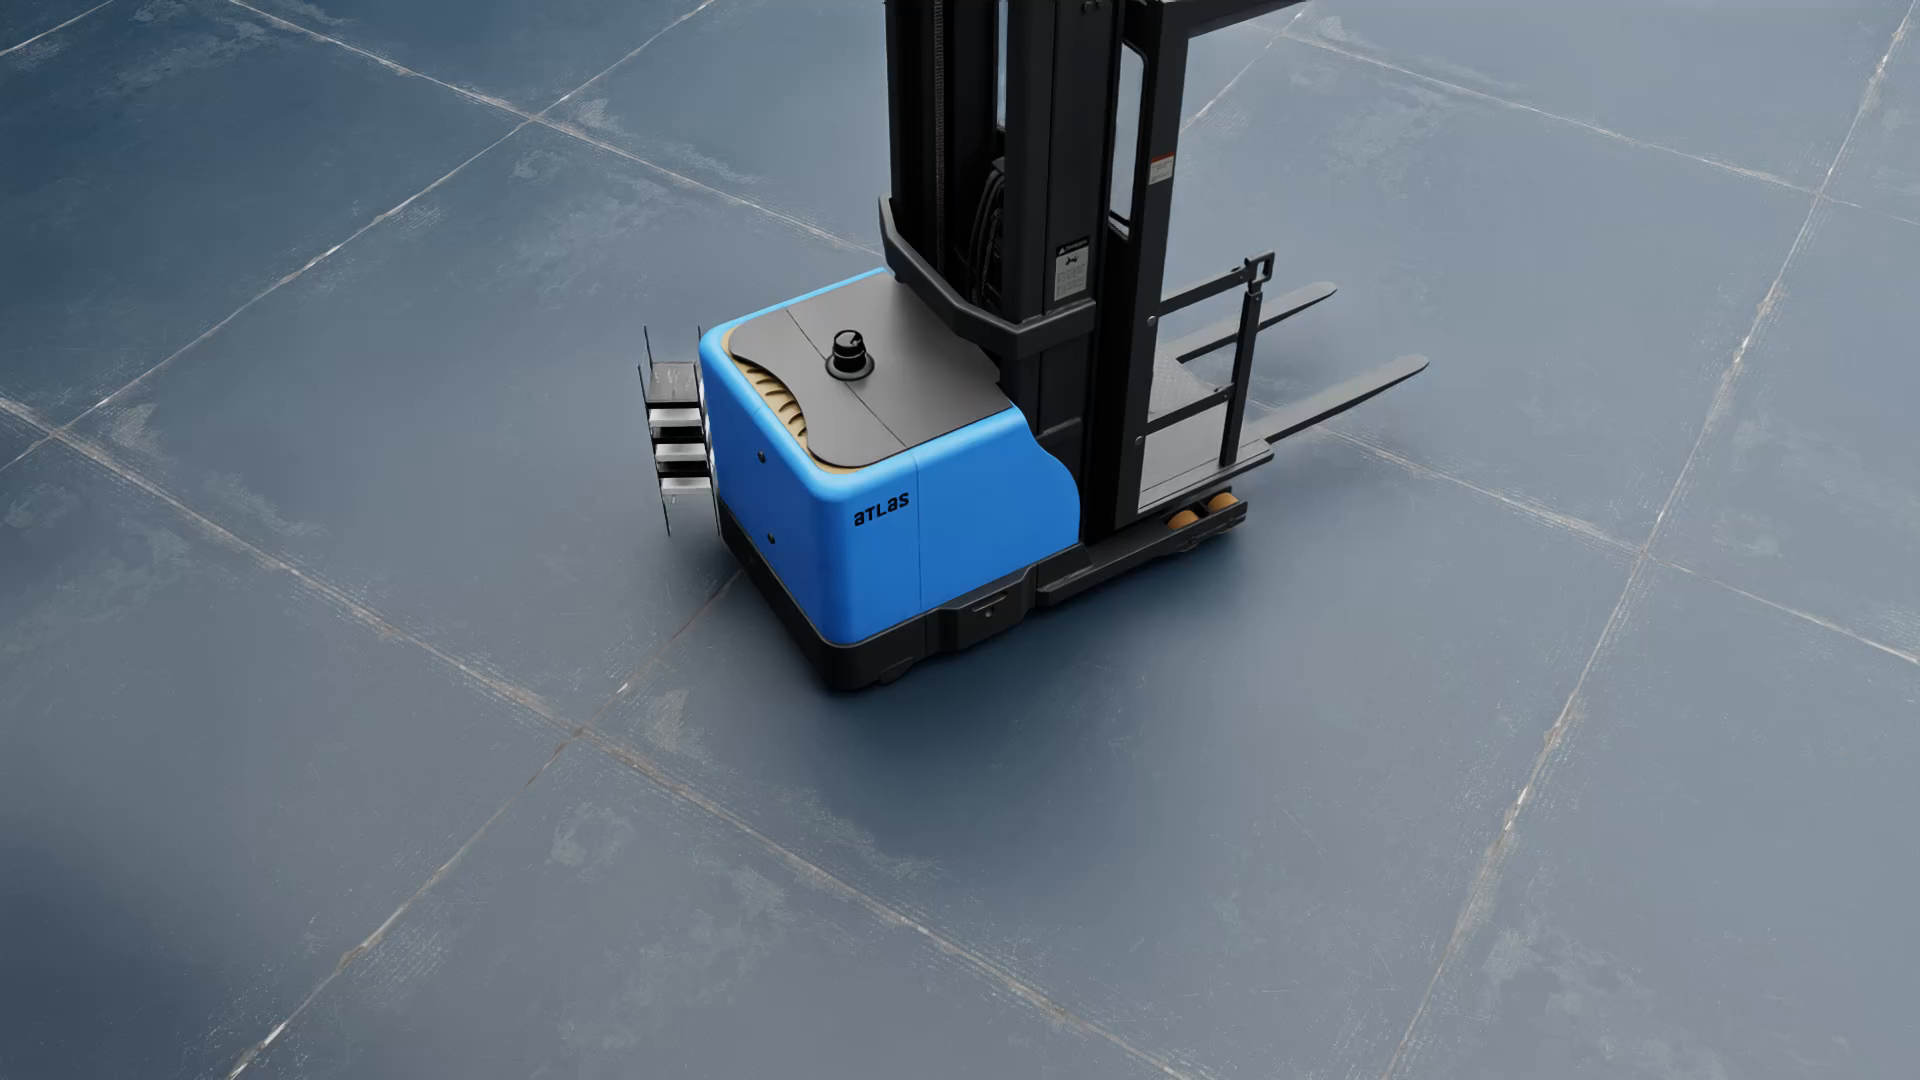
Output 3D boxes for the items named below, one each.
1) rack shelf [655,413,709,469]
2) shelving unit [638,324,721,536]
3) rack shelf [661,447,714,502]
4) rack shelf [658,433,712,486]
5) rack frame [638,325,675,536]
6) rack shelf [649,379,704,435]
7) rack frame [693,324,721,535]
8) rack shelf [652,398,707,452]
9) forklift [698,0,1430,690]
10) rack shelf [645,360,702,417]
[{"bbox_3d":[-1.085,-0.393,6.551,0.200,0.077,0.258,-1,46,-1],"label":"rack shelf"},{"bbox_3d":[-1.085,-0.416,6.527,0.210,0.900,0.258,-1,46,-1],"label":"shelving unit"},{"bbox_3d":[-1.085,-0.268,6.680,0.200,0.077,0.258,-1,46,-1],"label":"rack shelf"},{"bbox_3d":[-1.085,-0.331,6.616,0.200,0.077,0.258,-1,46,-1],"label":"rack shelf"},{"bbox_3d":[-1.187,-0.414,6.525,0.006,0.900,0.240,-1,46,-1],"label":"rack frame"},{"bbox_3d":[-1.085,-0.519,6.422,0.200,0.077,0.258,-1,46,-1],"label":"rack shelf"},{"bbox_3d":[-0.984,-0.419,6.529,0.006,0.900,0.240,-1,46,-1],"label":"rack frame"},{"bbox_3d":[-1.085,-0.456,6.487,0.200,0.077,0.258,-1,46,-1],"label":"rack shelf"},{"bbox_3d":[0.568,-1.277,5.947,3.031,2.935,1.130,-24,50,-21],"label":"forklift"},{"bbox_3d":[-1.085,-0.581,6.357,0.200,0.077,0.258,-1,46,-1],"label":"rack shelf"}]
